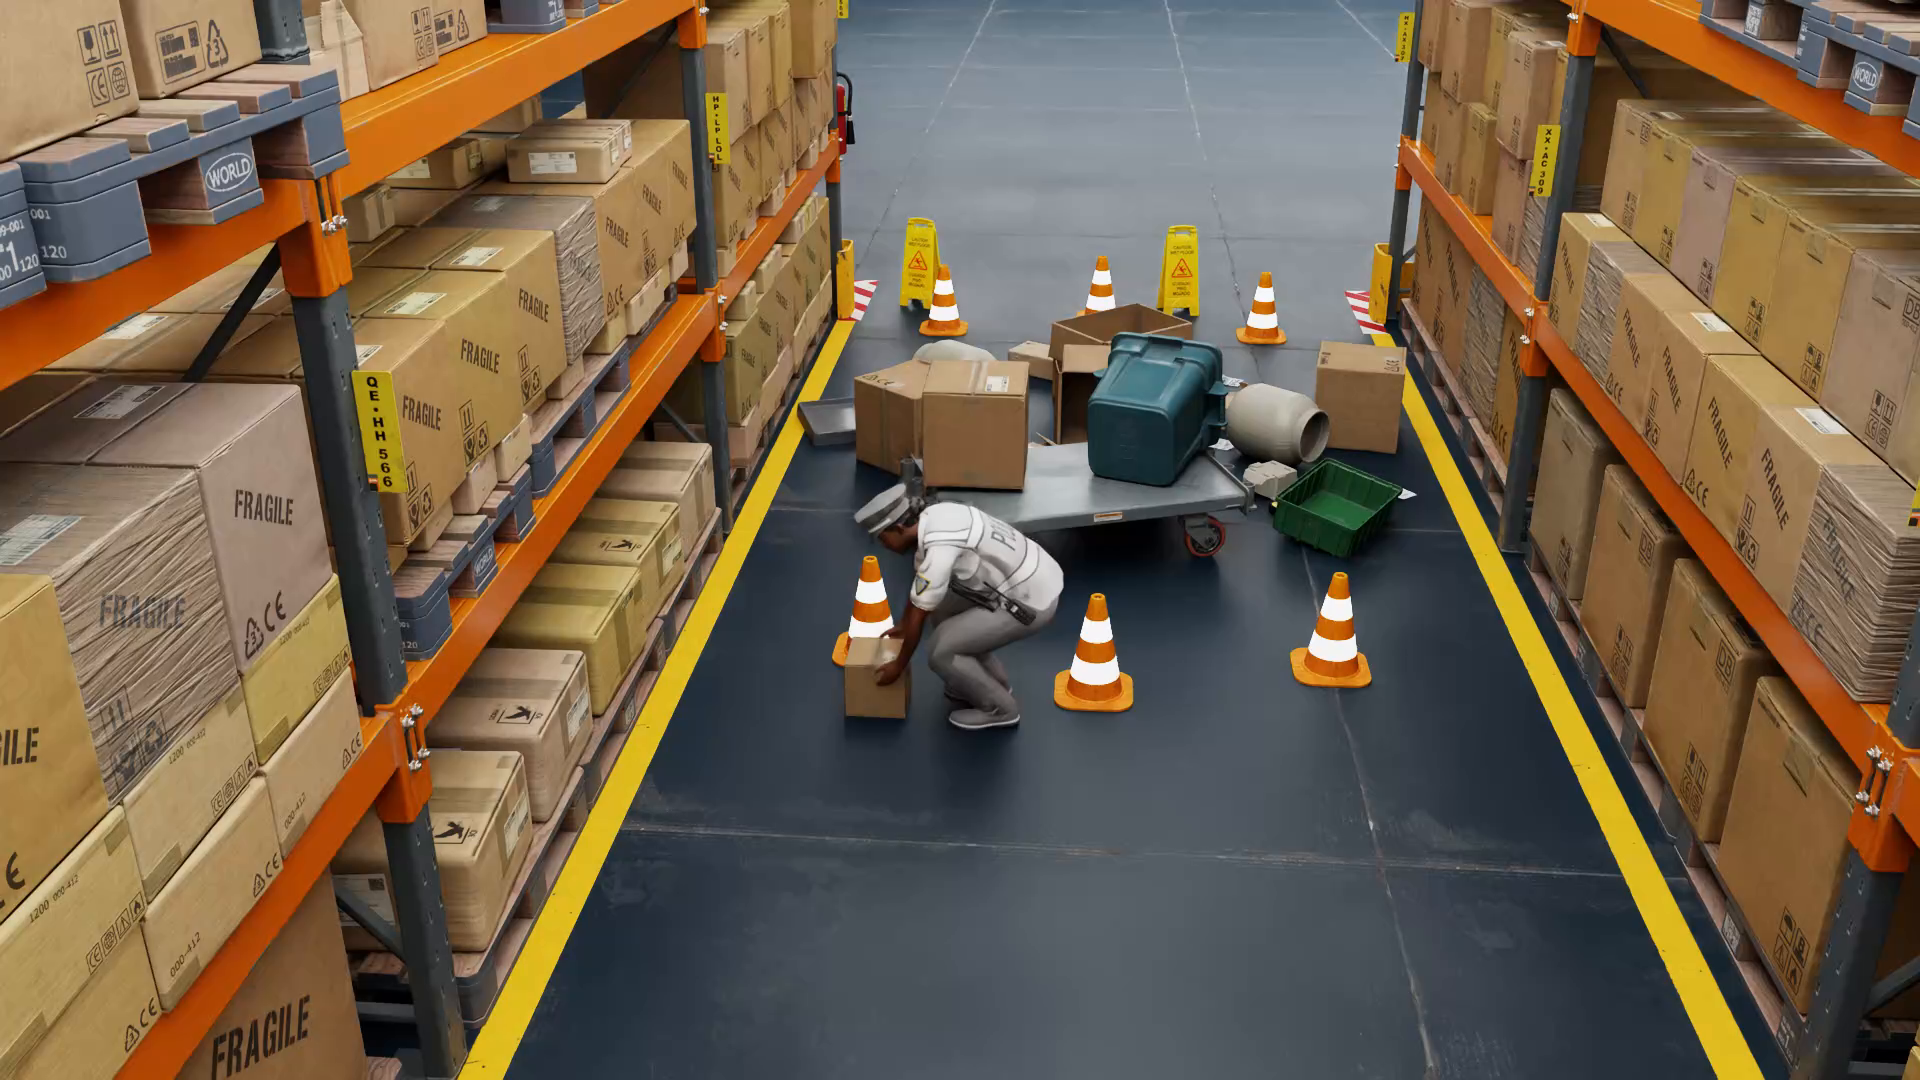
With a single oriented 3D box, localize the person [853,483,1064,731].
[{"bbox_3d":[-0.002,0.257,6.806,0.846,1.034,0.482,2,25,4],"label":"person"}]
